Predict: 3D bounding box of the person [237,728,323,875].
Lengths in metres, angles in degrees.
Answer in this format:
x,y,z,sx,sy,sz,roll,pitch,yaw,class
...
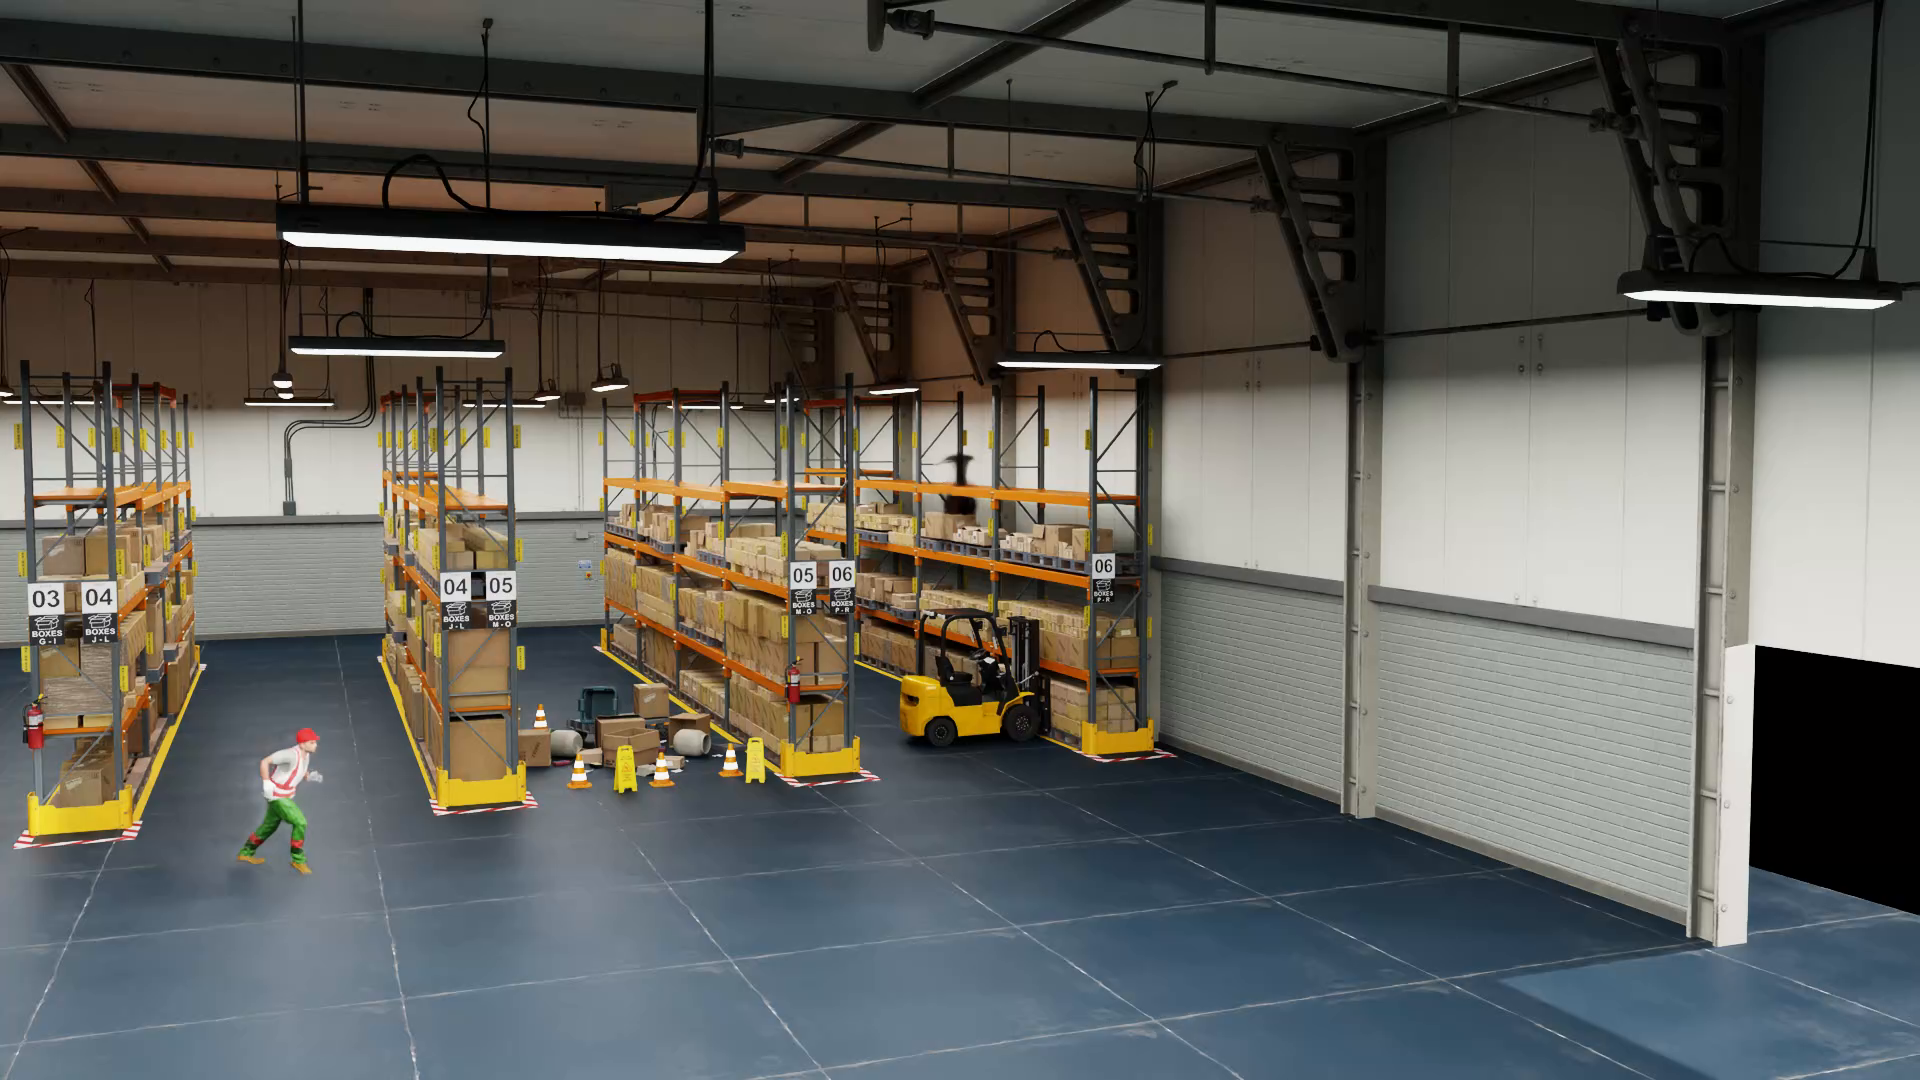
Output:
x,y,z,sx,sy,sz,roll,pitch,yaw,class
-7.866,3.032,19.173,1.031,1.732,0.713,0,3,5,person
